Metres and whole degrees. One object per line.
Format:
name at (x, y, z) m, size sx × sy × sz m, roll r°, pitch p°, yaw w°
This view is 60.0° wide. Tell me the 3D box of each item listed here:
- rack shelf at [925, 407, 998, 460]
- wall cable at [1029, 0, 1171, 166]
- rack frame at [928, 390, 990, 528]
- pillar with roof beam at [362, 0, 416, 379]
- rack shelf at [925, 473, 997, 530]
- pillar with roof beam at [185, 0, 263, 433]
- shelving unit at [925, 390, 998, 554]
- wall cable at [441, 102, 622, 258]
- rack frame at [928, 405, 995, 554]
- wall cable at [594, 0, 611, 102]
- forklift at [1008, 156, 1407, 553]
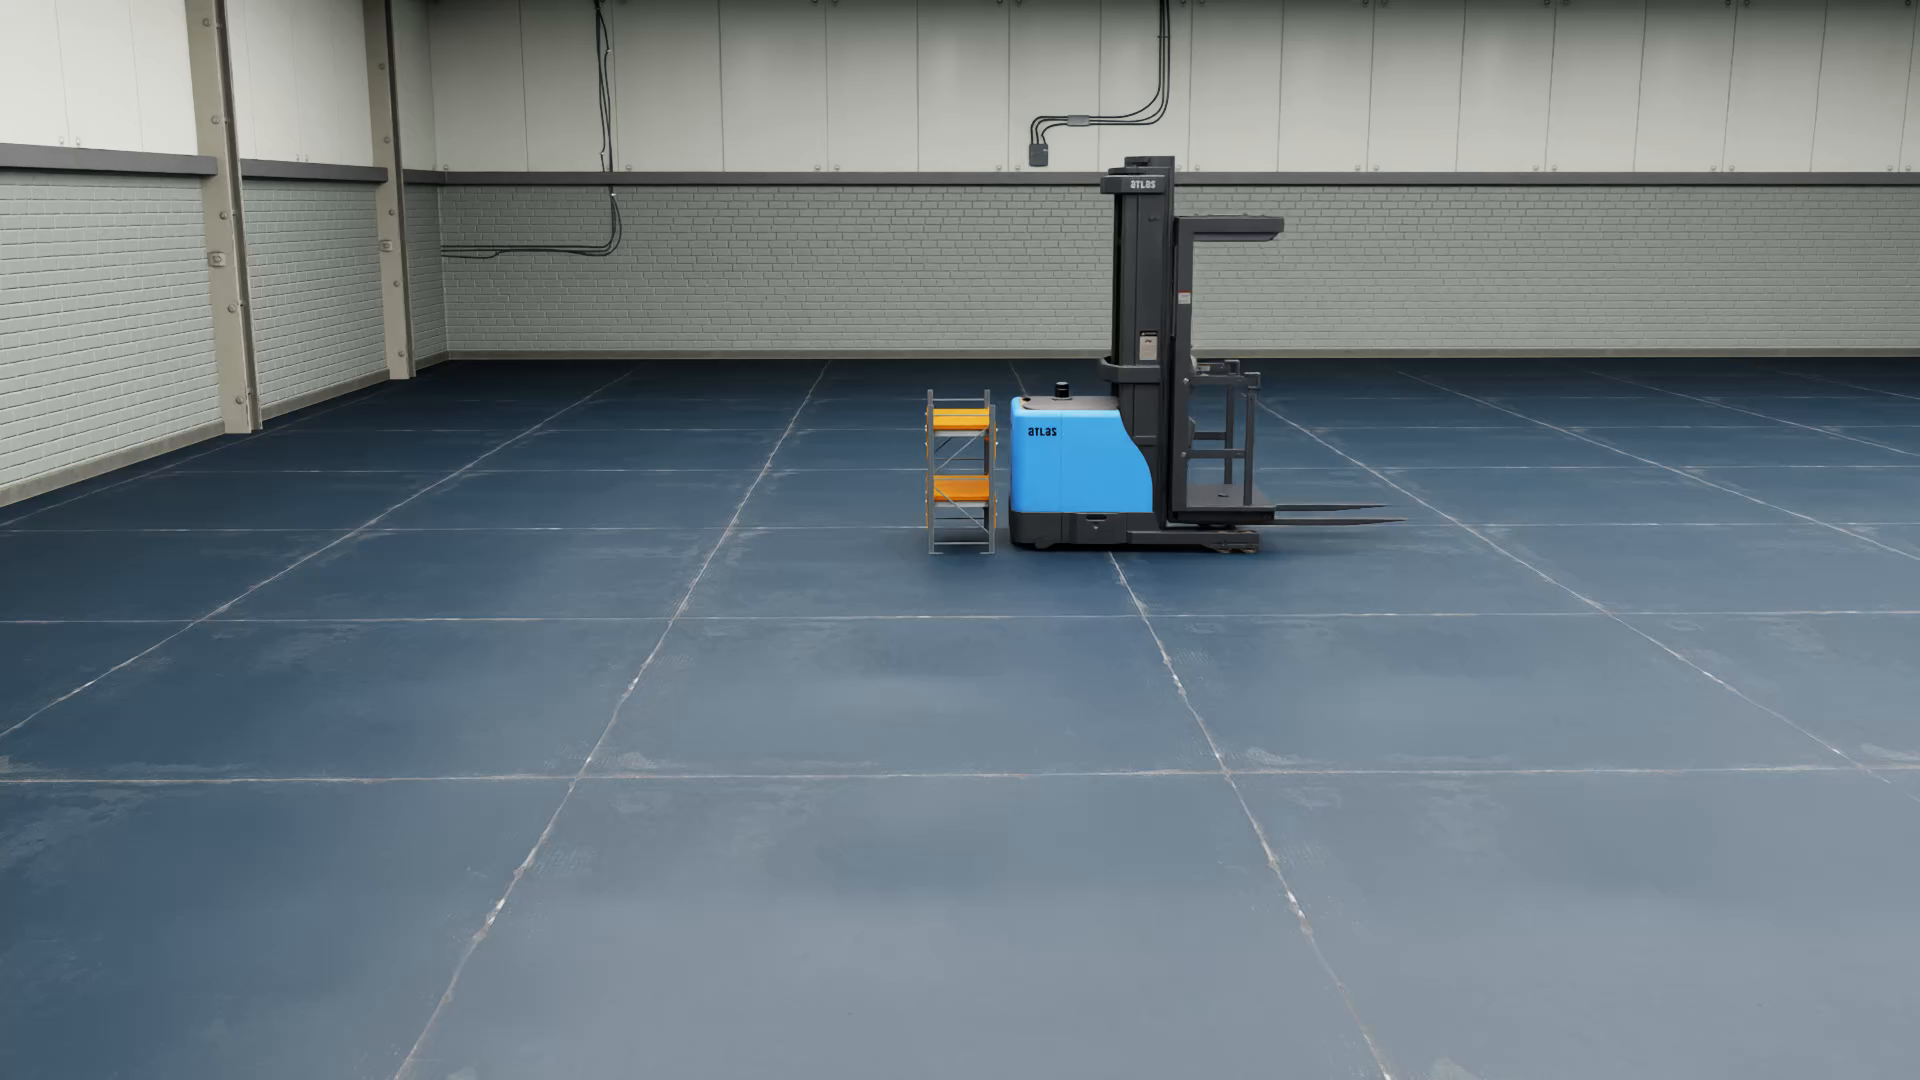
rack shelf at (0.000, -0.837, 12.882) m, size 0.538 × 0.278 × 1.000 m, roll 0°, pitch 11°, yaw -1°
wall cable at (2.307, -9.161, 27.028) m, size 2.305 × 6.003 × 0.169 m, roll 0°, pitch 11°, yaw -1°
rack frame at (-0.010, -0.651, 13.439) m, size 0.500 × 1.125 × 0.032 m, roll 0°, pitch 11°, yaw -1°
pillar with roof beam at (-4.142, -6.885, 24.364) m, size 9.100 × 9.000 × 0.400 m, roll 0°, pitch 11°, yaw -1°
rack shelf at (0.000, -0.310, 12.989) m, size 0.538 × 0.278 × 1.000 m, roll 0°, pitch 11°, yaw -1°
pillar with roof beam at (-4.018, -5.692, 18.485) m, size 9.100 × 9.000 × 0.400 m, roll 0°, pitch 11°, yaw -1°
shelving unit at (0.000, -0.550, 12.941) m, size 0.538 × 1.125 × 1.048 m, roll 0°, pitch 11°, yaw -1°
wall cable at (-7.185, -5.937, 27.498) m, size 3.097 × 2.526 × 0.112 m, roll 0°, pitch 11°, yaw -1°
rack frame at (0.011, -0.449, 12.443) m, size 0.500 × 1.125 × 0.032 m, roll 0°, pitch 11°, yaw -1°
wall cable at (-4.480, -8.423, 27.051) m, size 3.097 × 2.526 × 0.112 m, roll 0°, pitch 11°, yaw -1°
forklift at (1.905, -1.443, 12.802) m, size 3.031 × 2.935 × 1.130 m, roll 0°, pitch 11°, yaw 0°
